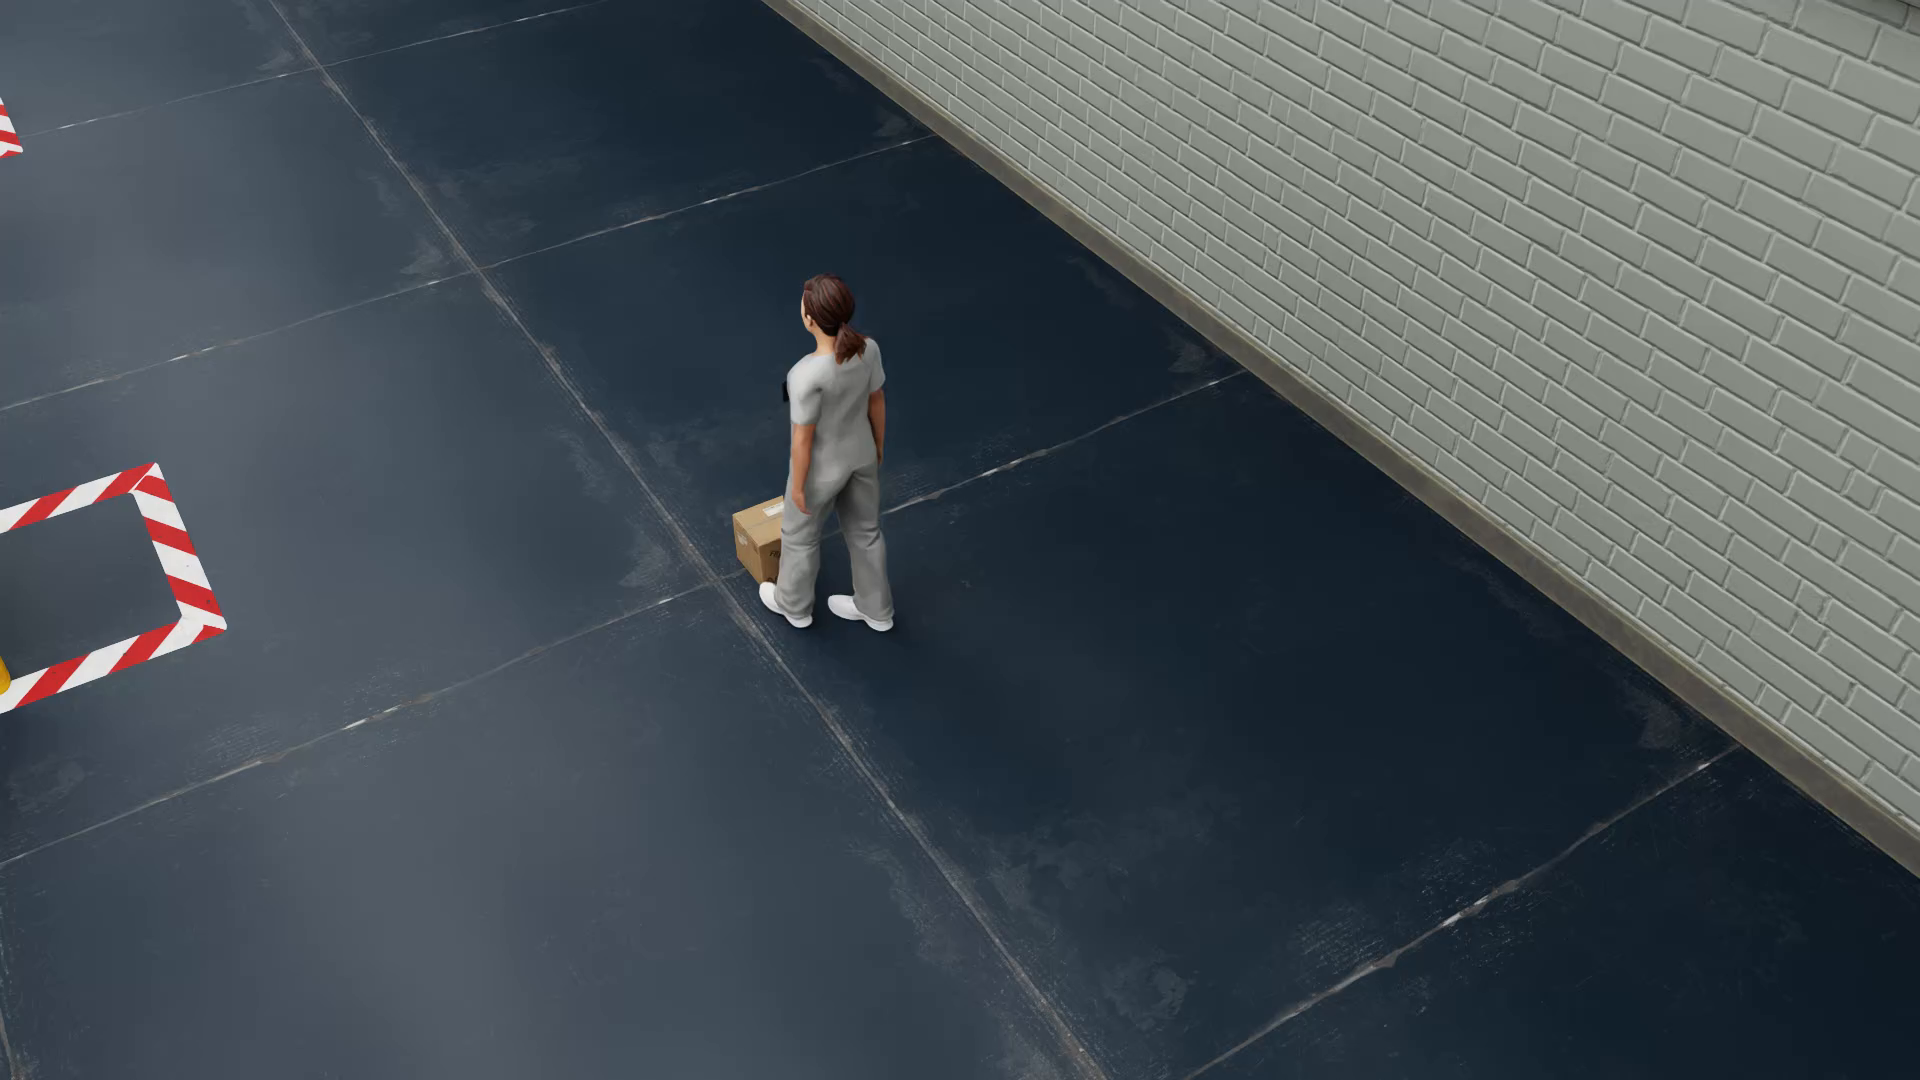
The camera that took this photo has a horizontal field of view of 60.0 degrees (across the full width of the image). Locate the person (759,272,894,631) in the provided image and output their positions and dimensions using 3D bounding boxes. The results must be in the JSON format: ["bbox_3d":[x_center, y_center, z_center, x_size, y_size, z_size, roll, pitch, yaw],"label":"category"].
[{"bbox_3d":[-0.548,-0.338,6.540,0.459,1.669,0.568,-33,51,-32],"label":"person"}]
